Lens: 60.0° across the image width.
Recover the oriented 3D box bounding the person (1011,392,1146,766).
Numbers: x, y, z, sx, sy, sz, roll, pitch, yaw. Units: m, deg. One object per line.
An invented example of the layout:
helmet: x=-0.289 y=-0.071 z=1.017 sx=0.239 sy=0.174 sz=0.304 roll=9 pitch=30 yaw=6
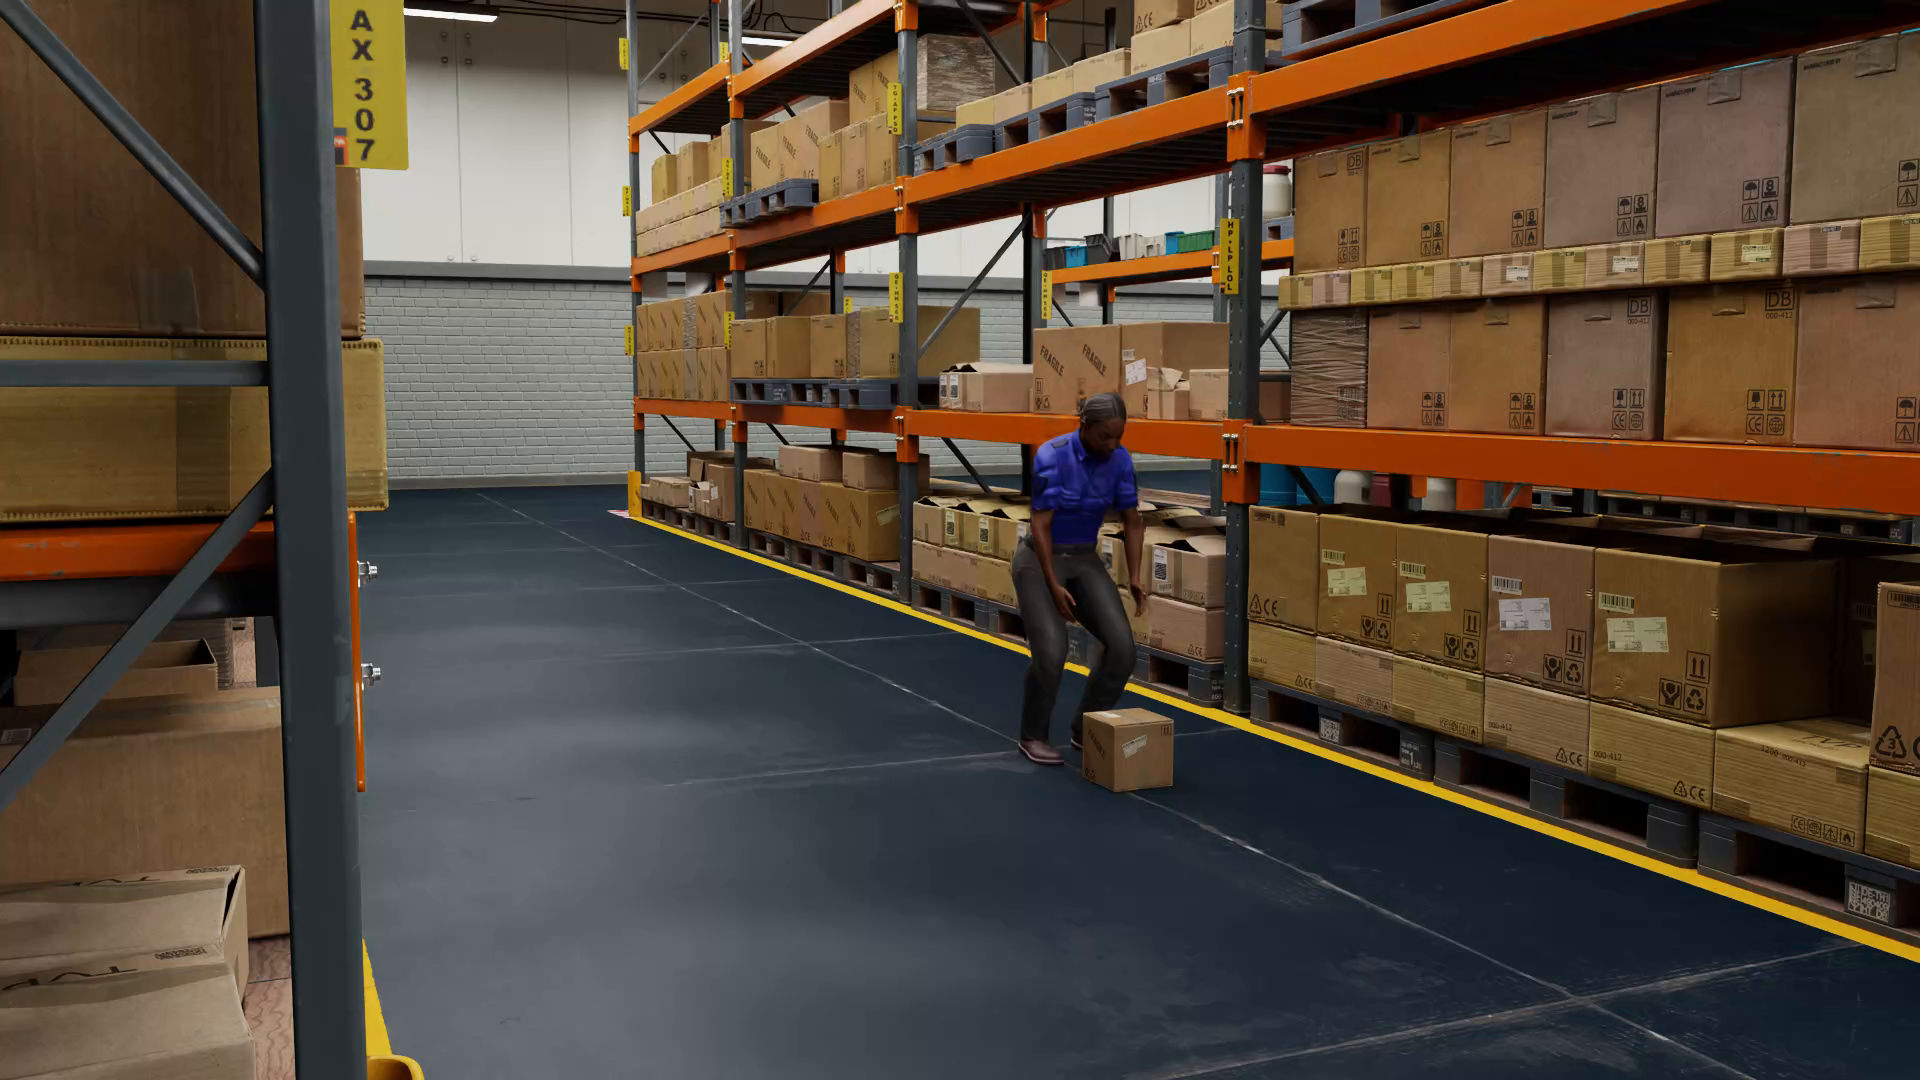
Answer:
person: x=0.479 y=0.146 z=6.596 sx=0.490 sy=1.465 sz=0.556 roll=-2 pitch=6 yaw=-23
